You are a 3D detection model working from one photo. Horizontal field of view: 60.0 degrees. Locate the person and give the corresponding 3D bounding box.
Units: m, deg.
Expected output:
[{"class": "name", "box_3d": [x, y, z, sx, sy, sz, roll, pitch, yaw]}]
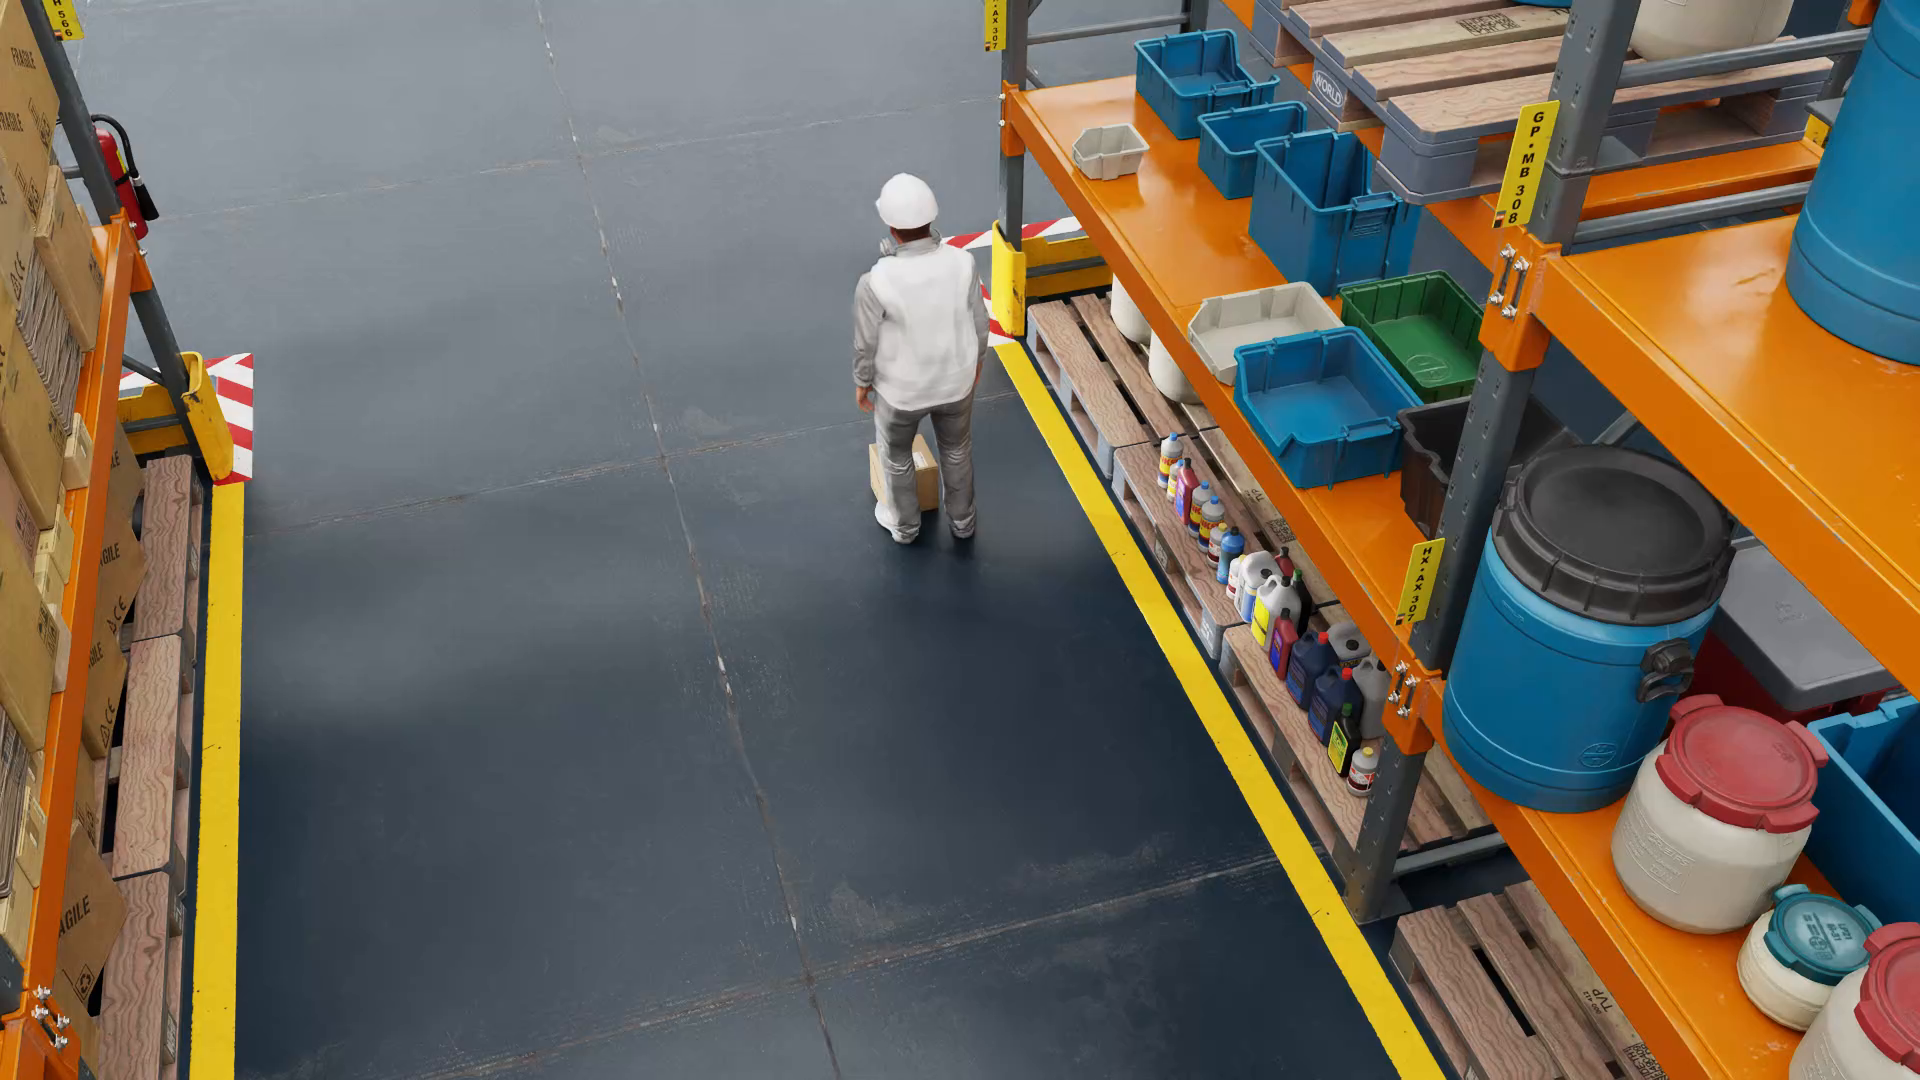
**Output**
[{"class": "person", "box_3d": [-0.165, -0.695, 6.914, 0.581, 1.771, 0.472, -13, 44, -14]}]
